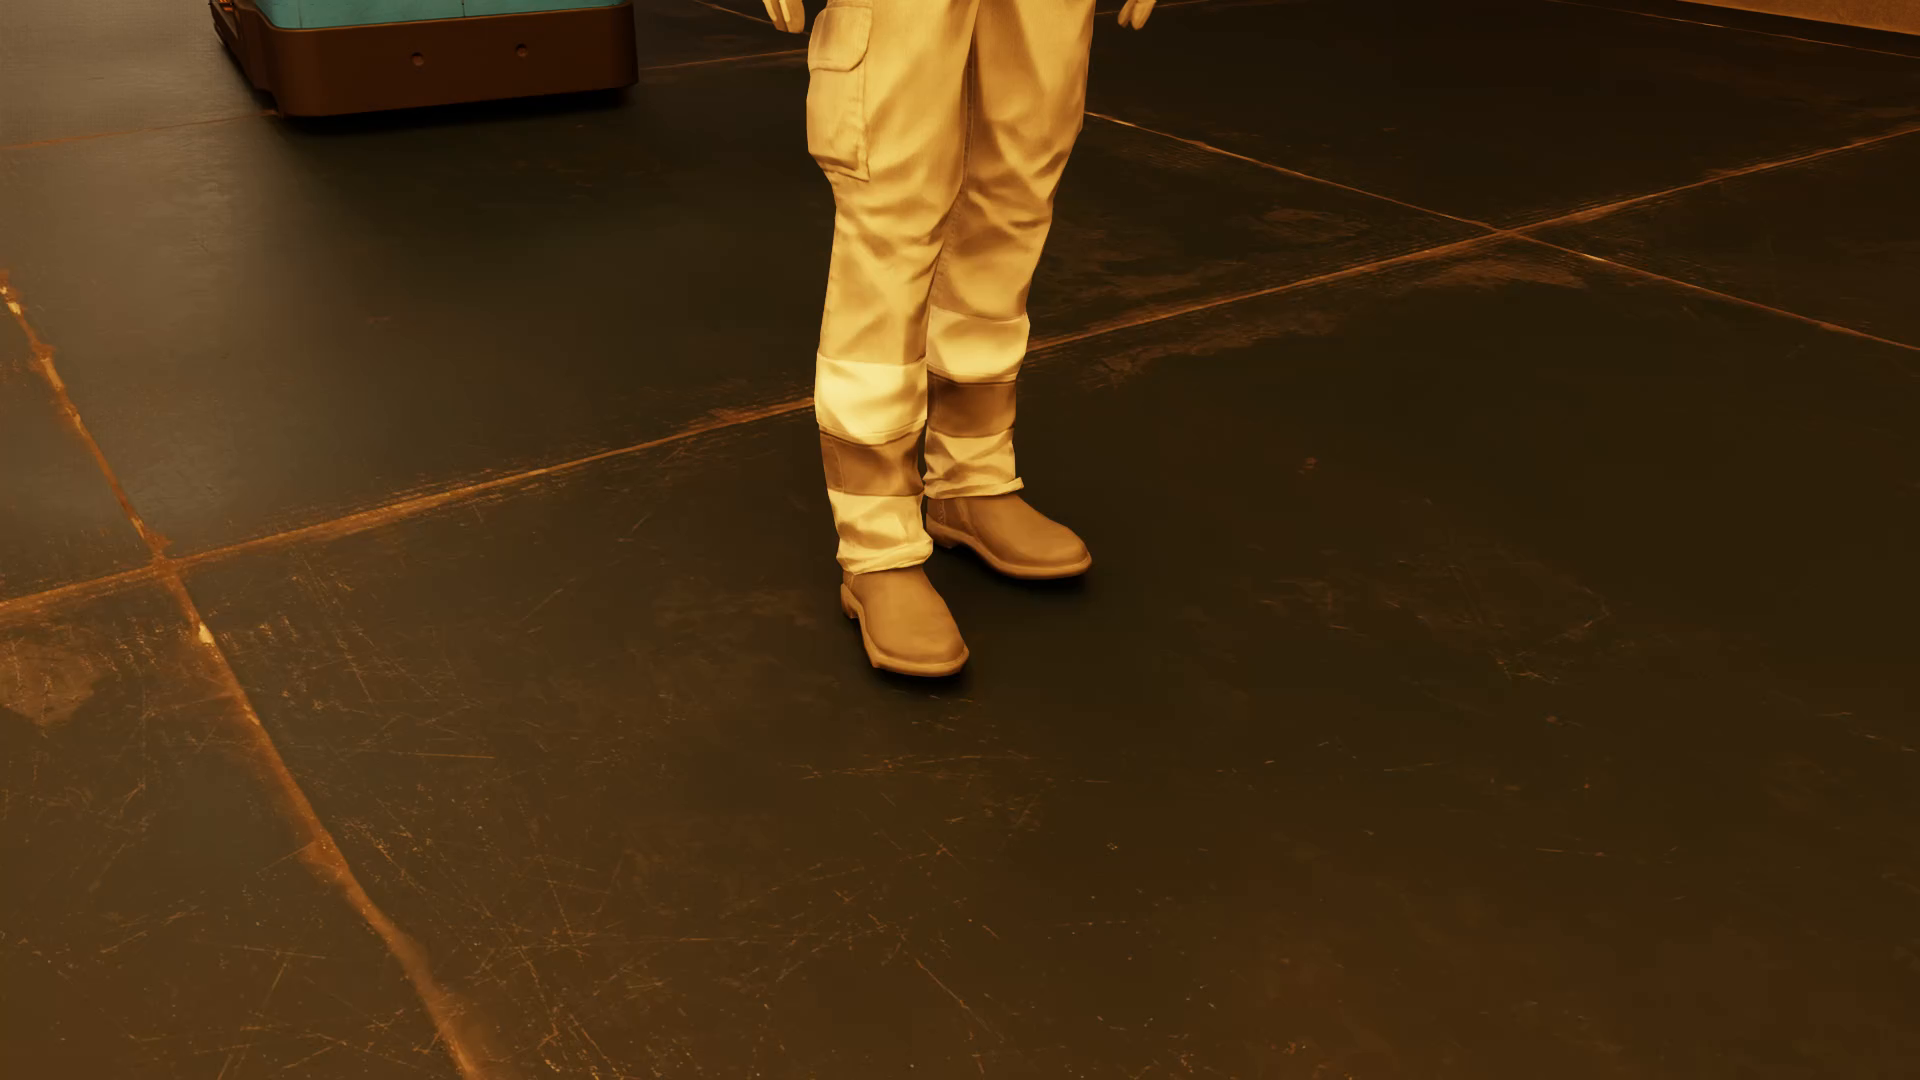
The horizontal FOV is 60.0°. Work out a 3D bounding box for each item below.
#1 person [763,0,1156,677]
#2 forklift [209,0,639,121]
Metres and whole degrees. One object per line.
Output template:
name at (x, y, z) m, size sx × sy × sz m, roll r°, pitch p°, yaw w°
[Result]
person at (0.036, -0.774, 2.031) m, size 0.637 × 1.787 × 0.564 m, roll -17°, pitch 31°, yaw -31°
forklift at (-2.120, -3.149, 5.508) m, size 1.130 × 2.935 × 3.031 m, roll -13°, pitch 29°, yaw -24°
